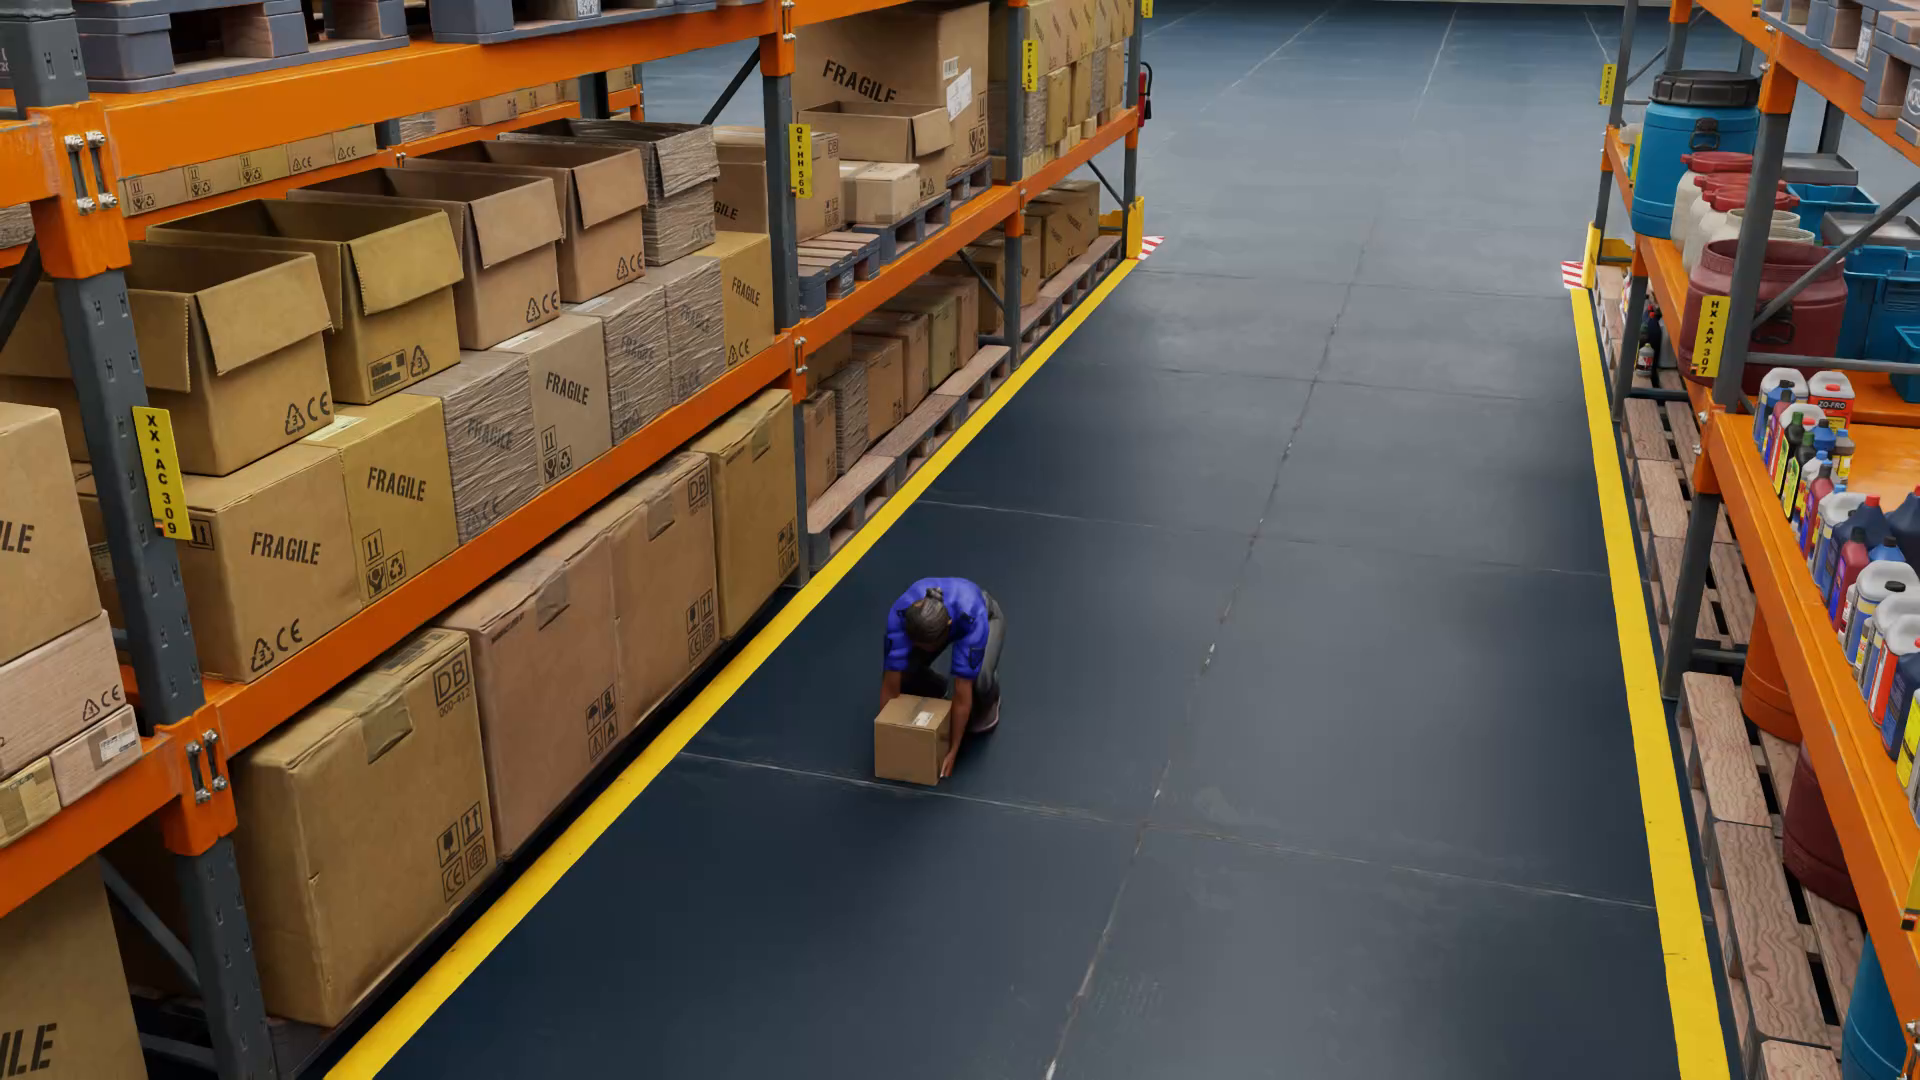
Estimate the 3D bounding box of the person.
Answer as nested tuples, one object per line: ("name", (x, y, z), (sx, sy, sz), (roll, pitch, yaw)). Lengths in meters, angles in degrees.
("person", (-0.066, 0.474, 6.731), (0.472, 0.814, 0.823), (7, 23, 17))
